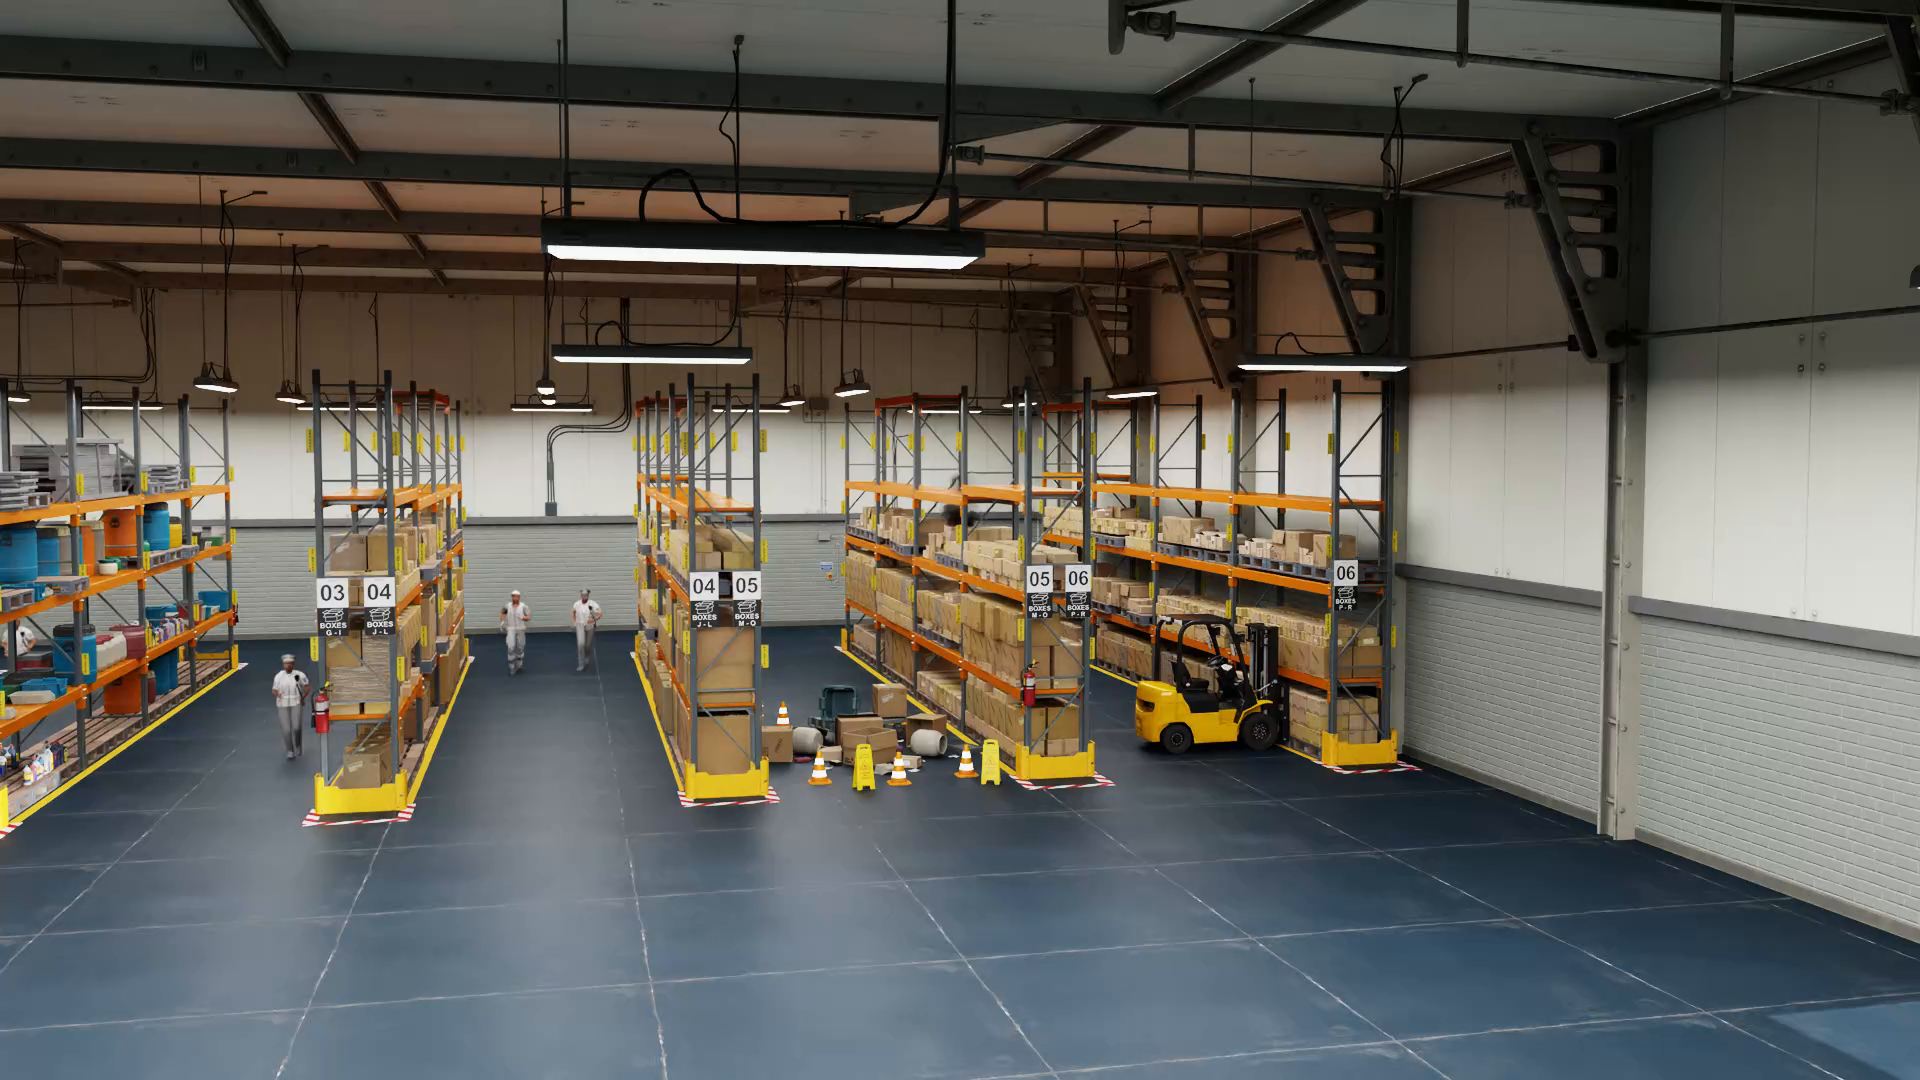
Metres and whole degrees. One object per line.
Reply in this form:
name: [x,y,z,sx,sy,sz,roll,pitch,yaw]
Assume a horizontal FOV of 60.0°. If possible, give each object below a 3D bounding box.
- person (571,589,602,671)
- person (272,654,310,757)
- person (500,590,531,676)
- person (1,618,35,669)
person: [-8.332,1.983,37.087,0.669,1.823,0.844,-1,3,-11]
person: [-10.619,2.639,26.380,0.554,1.665,0.611,-1,3,-16]
person: [-9.679,2.012,36.208,0.651,1.846,0.799,-1,3,-16]
person: [-18.565,2.297,32.753,0.581,1.622,0.536,-1,3,-19]
